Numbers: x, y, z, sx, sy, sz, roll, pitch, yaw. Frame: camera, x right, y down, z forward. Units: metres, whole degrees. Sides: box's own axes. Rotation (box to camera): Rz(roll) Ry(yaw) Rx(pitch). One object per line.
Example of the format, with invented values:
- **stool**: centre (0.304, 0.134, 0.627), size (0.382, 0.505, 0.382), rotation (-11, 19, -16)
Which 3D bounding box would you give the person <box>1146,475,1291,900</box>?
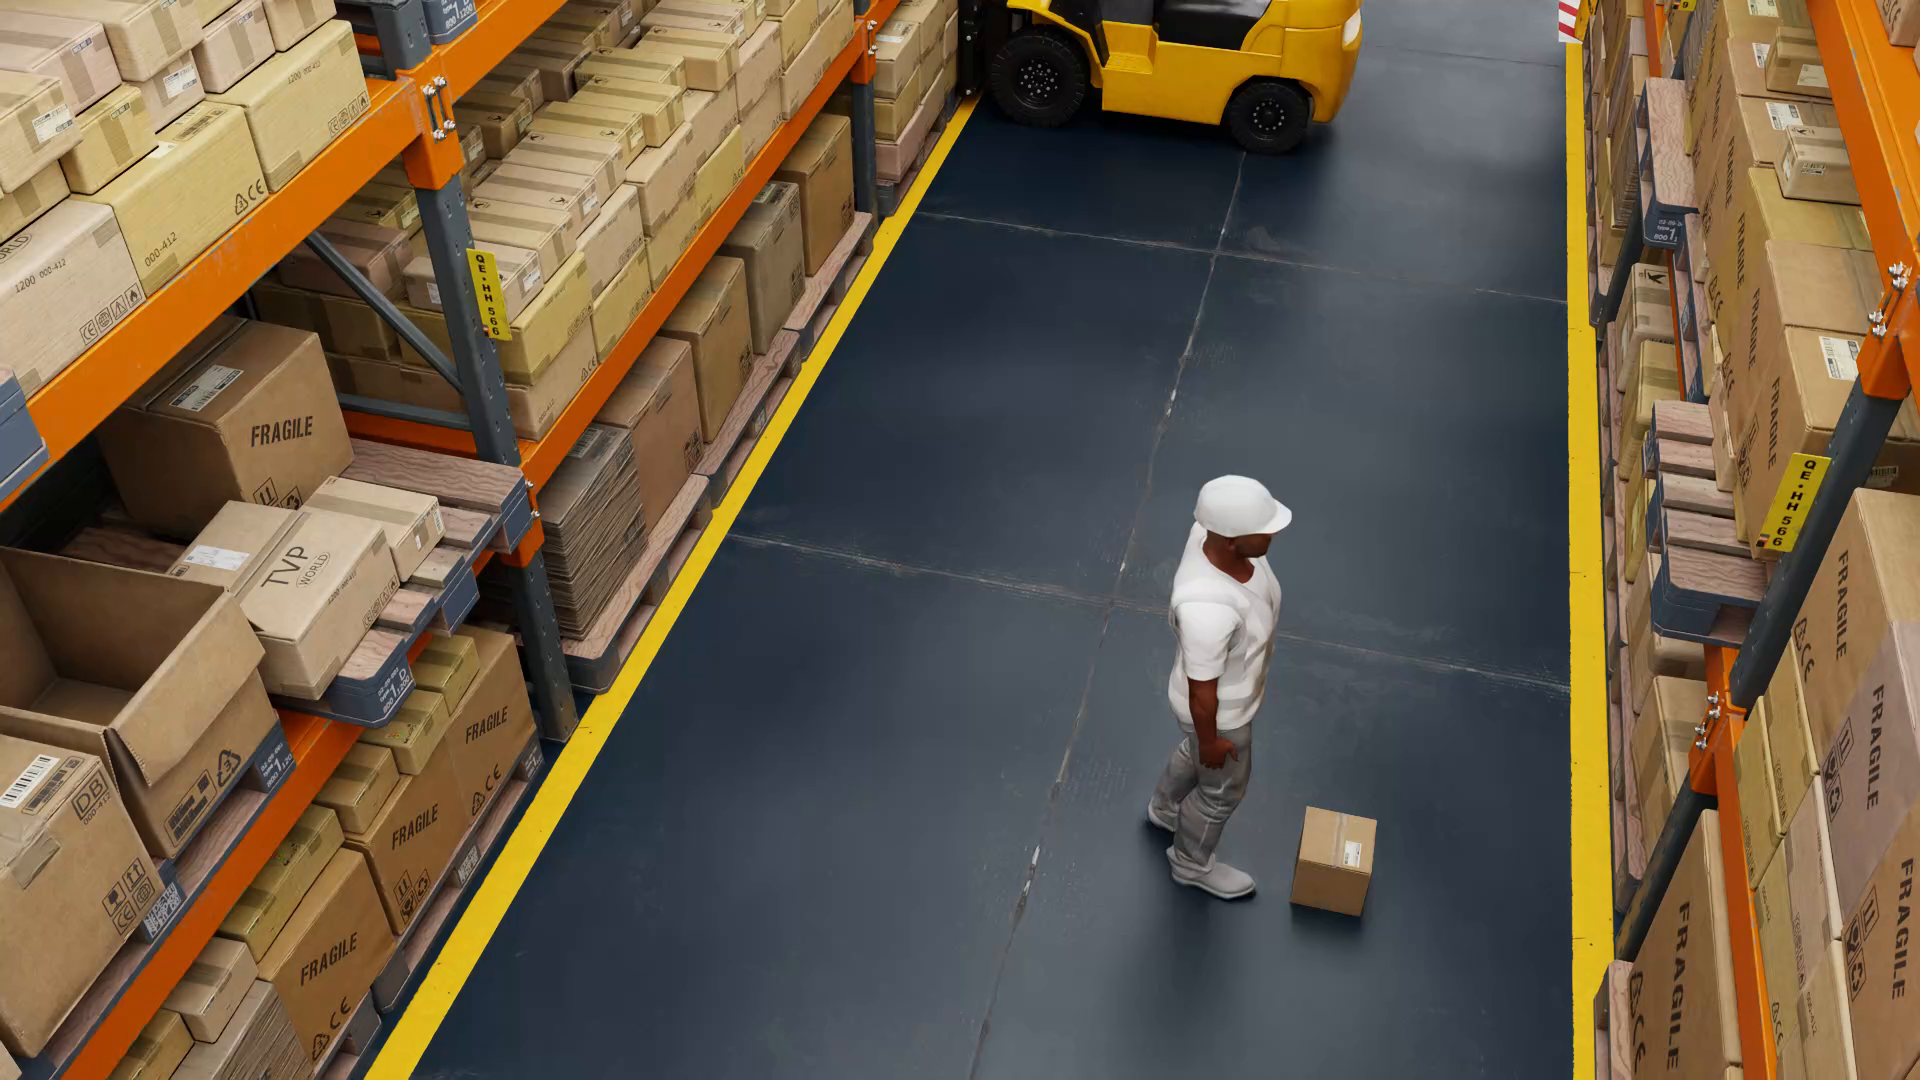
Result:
- **person**: centre (0.881, 0.524, 5.592), size (0.446, 1.833, 0.571), rotation (10, 42, 12)
